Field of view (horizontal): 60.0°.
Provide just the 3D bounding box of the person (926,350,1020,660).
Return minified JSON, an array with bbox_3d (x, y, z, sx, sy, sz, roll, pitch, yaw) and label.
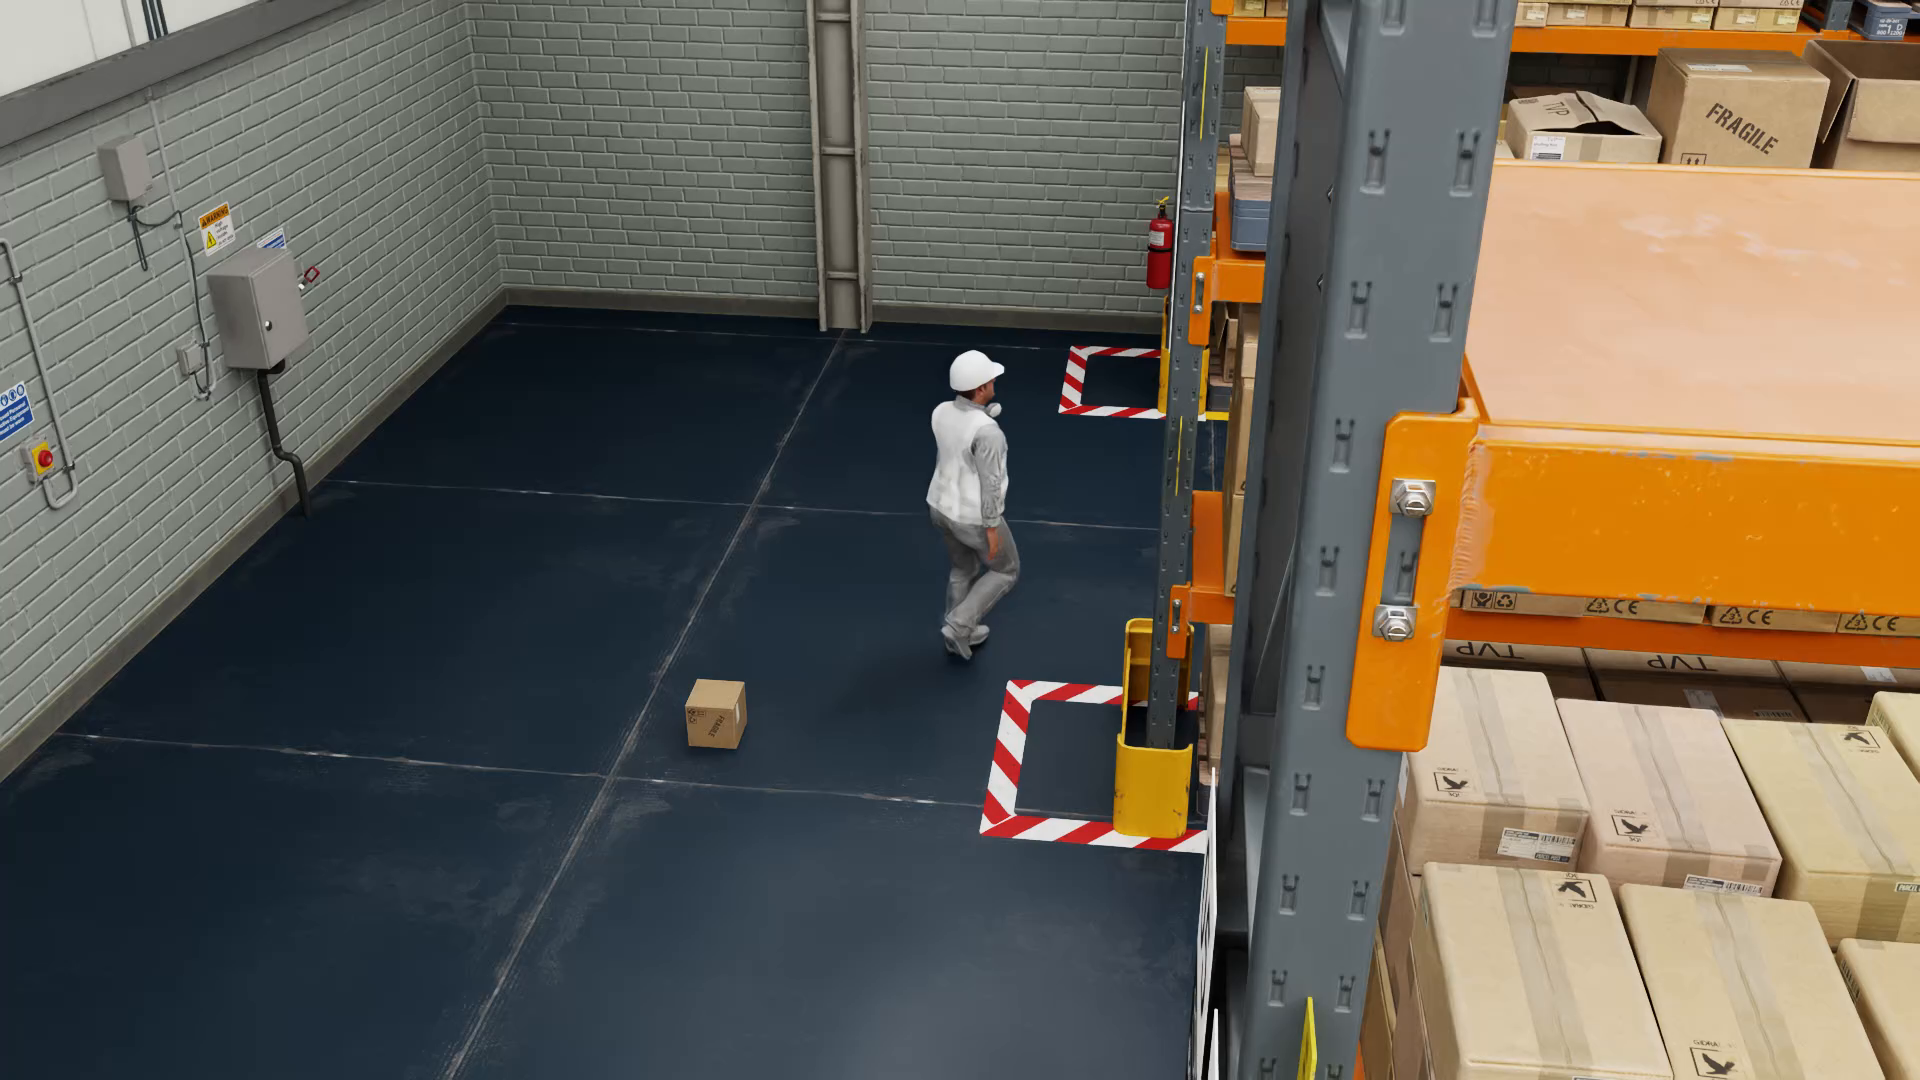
[{"bbox_3d":[0.064,-0.163,8.853,0.518,1.758,0.599,-21,35,-34],"label":"person"}]
